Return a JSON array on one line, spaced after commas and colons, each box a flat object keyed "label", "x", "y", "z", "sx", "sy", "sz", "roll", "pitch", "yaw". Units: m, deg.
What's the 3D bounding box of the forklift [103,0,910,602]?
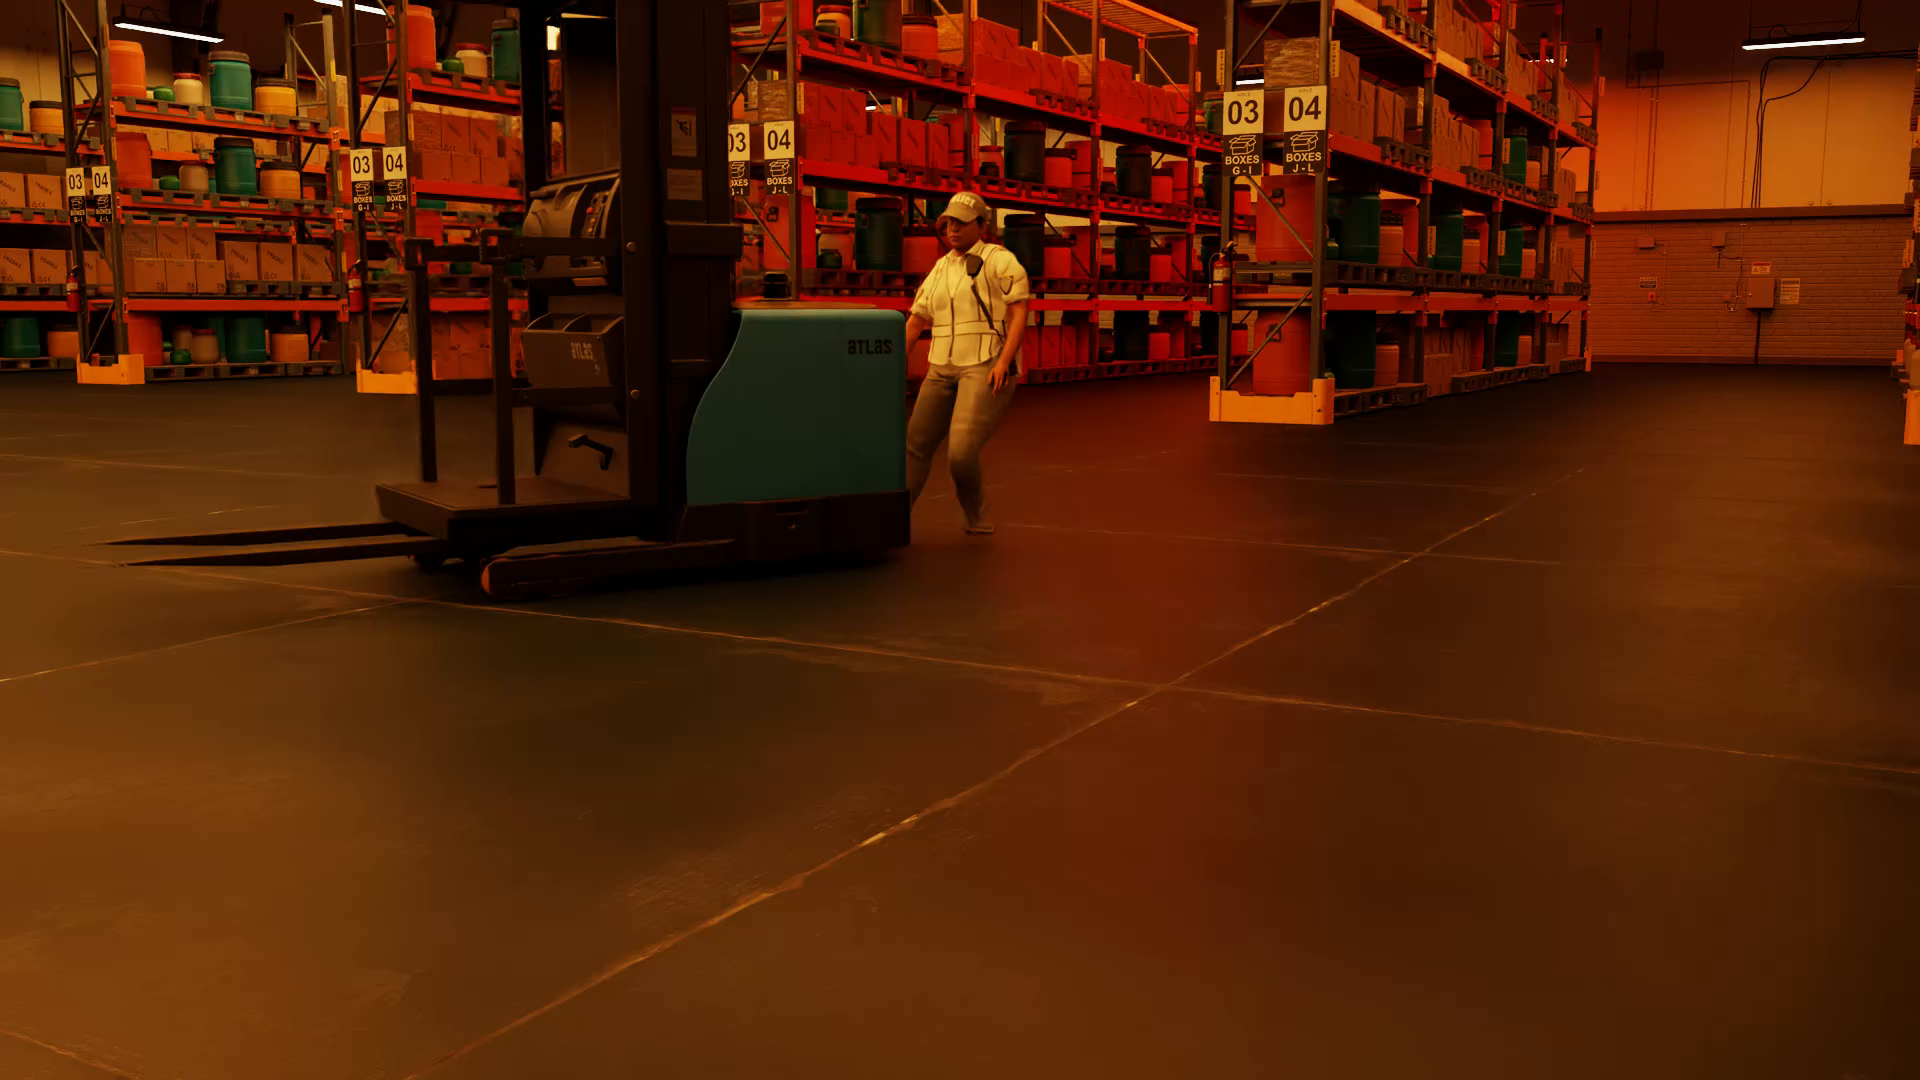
[{"label": "forklift", "x": -1.725, "y": -1.303, "z": 6.536, "sx": 3.031, "sy": 2.935, "sz": 1.130, "roll": -5, "pitch": 9, "yaw": -33}]

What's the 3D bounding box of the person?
[{"label": "person", "x": -0.093, "y": -0.747, "z": 7.385, "sx": 0.678, "sy": 1.593, "sz": 0.670, "roll": 6, "pitch": 10, "yaw": 39}]
